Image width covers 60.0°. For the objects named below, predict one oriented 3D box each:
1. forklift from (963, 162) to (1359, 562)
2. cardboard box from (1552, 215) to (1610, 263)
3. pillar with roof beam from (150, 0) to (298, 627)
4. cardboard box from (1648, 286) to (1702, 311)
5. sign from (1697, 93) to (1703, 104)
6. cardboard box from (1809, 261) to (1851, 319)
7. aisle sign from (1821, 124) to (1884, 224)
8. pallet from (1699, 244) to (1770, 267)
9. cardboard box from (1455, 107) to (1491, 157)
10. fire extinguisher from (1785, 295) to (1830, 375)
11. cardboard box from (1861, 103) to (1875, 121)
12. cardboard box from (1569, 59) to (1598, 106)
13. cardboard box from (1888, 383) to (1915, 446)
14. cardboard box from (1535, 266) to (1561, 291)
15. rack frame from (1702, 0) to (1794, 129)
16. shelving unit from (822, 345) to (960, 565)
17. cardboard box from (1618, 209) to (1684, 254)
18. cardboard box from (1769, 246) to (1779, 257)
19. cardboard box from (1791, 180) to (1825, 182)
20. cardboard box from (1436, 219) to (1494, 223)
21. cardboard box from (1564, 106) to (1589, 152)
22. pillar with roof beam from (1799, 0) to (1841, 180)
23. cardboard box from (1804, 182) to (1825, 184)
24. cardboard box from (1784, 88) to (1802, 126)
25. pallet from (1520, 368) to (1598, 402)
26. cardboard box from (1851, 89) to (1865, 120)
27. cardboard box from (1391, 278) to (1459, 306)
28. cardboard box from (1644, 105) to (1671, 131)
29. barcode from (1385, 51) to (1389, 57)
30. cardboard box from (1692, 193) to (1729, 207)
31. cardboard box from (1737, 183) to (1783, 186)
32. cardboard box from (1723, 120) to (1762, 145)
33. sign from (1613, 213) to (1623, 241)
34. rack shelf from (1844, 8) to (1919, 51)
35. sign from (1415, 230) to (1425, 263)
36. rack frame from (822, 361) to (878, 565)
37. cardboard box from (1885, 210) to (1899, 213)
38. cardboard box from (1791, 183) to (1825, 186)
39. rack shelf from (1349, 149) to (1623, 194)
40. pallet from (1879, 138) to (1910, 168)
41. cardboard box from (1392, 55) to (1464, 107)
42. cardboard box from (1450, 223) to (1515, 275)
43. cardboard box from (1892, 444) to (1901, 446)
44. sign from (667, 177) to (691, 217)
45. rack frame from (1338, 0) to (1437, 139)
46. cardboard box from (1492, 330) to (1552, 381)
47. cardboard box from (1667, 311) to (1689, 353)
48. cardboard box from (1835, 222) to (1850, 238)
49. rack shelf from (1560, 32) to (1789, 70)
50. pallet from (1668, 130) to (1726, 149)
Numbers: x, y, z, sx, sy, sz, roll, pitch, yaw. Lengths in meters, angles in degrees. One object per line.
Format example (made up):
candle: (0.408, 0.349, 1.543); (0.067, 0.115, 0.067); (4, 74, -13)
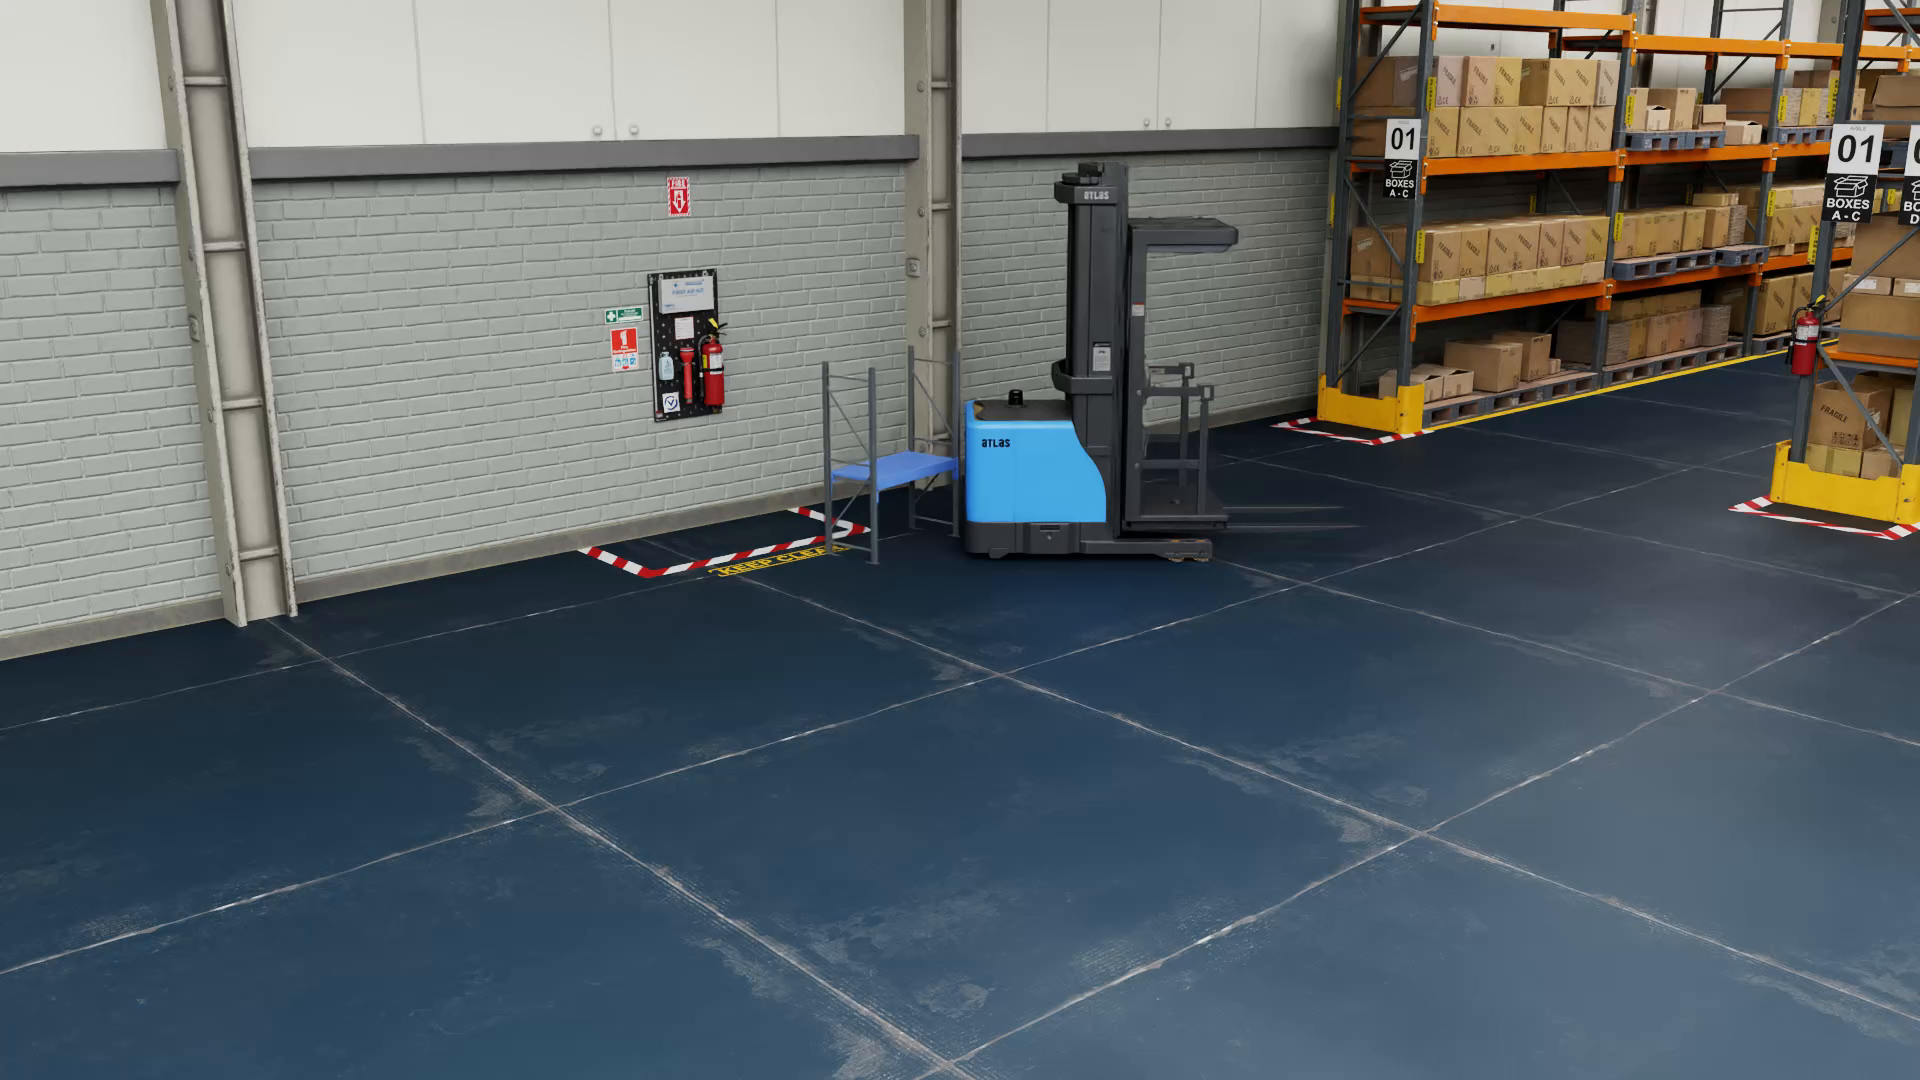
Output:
forklift: (1.546, -1.386, 12.758); (3.031, 2.935, 1.130); (0, 15, -1)
cardboard box: (7.199, -3.515, 19.397); (0.500, 0.500, 0.500); (-13, 20, -39)
pillar with roof beam: (-1.931, -2.993, 7.018); (0.400, 9.000, 9.100); (-13, 19, -39)
cardboard box: (9.390, -3.185, 21.898); (0.500, 0.250, 0.500); (-12, 19, -38)
sign: (10.012, -5.881, 22.485); (0.005, 0.325, 0.100); (-13, 19, -39)
cardboard box: (12.983, -3.740, 24.792); (0.750, 0.750, 0.750); (-12, 19, -39)
aisle sign: (7.347, -3.017, 13.694); (0.004, 0.787, 0.394); (-13, 19, -39)
pallet: (9.903, -3.800, 22.034); (1.003, 0.211, 1.213); (-13, 19, -39)
cardboard box: (5.180, -4.278, 17.407); (0.500, 0.500, 0.500); (-11, 19, -36)
fire extinguisher: (7.196, -1.748, 14.131); (0.183, 0.674, 0.296); (-13, 19, -39)
cardboard box: (13.750, -6.501, 25.246); (0.500, 0.250, 0.500); (-12, 19, -39)
cardboard box: (6.744, -5.113, 18.598); (0.500, 0.500, 0.500); (-11, 19, -36)
cardboard box: (8.516, -1.084, 14.558); (0.500, 0.500, 0.500); (-13, 19, -39)
cardboard box: (6.444, -2.983, 18.858); (0.500, 0.250, 0.500); (-13, 20, -40)
rack frame: (10.370, -6.932, 21.765); (0.127, 3.000, 1.000); (-13, 19, -39)
shelving unit: (-0.518, -0.680, 12.890); (0.538, 1.500, 1.048); (11, 19, 36)
cardboard box: (8.662, -3.908, 21.020); (0.500, 0.500, 0.700); (-10, 18, -32)
cardboard box: (10.966, -3.974, 22.763); (0.250, 0.149, 0.380); (-12, 19, -39)
cardboard box: (12.479, -5.158, 24.487); (0.500, 0.250, 0.500); (-12, 19, -39)
cardboard box: (5.704, -3.356, 18.802); (0.500, 0.500, 0.500); (-12, 19, -39)
cardboard box: (6.744, -4.647, 18.788); (0.500, 0.500, 0.500); (14, 20, 42)
pillar with roof beam: (16.174, -7.059, 22.239); (0.400, 9.000, 9.100); (-13, 19, -39)
cardboard box: (12.426, -4.975, 23.802); (0.500, 0.250, 0.500); (-12, 19, -38)
cardboard box: (11.064, -5.937, 22.806); (0.500, 0.500, 0.700); (-14, 20, -42)
pallet: (6.869, -1.888, 19.911); (1.213, 0.211, 1.003); (-13, 19, -39)
cardboard box: (12.652, -6.294, 24.141); (0.500, 0.500, 0.700); (-14, 20, -42)
cardboard box: (4.912, -2.637, 17.560); (0.500, 0.250, 0.500); (-13, 20, -41)
cardboard box: (8.282, -5.147, 20.252); (0.500, 0.311, 0.500); (-12, 19, -38)
barcode: (4.543, -5.167, 17.674); (0.075, 0.075, 0.001); (-13, 19, -39)
cardboard box: (9.897, -4.486, 21.930); (0.380, 0.149, 0.250); (12, 19, 38)
cardboard box: (11.324, -4.898, 23.514); (0.500, 0.250, 0.500); (-13, 20, -41)
cardboard box: (10.004, -5.275, 21.508); (0.500, 0.311, 0.500); (-13, 19, -39)
sign: (7.715, -3.670, 19.500); (0.005, 0.325, 0.100); (-13, 19, -39)
rack shelf: (9.099, -4.411, 14.496); (4.000, 0.370, 1.077); (-13, 19, -39)
sign: (4.691, -2.991, 16.959); (0.005, 0.325, 0.100); (-13, 19, -39)
rack frame: (-0.827, -0.576, 12.499); (0.500, 1.500, 0.032); (11, 19, 36)
cardboard box: (8.383, -2.566, 14.335); (0.500, 0.500, 0.700); (-13, 20, -41)
cardboard box: (12.042, -4.889, 23.478); (0.500, 0.250, 0.500); (-13, 20, -40)
rack shelf: (5.844, -4.119, 18.440); (4.000, 0.370, 1.077); (-13, 19, -39)
pallet: (8.140, -3.236, 13.911); (1.213, 0.211, 1.003); (-13, 19, -39)
cardboard box: (4.785, -4.687, 17.001); (0.500, 0.500, 0.500); (14, 21, 43)
cardboard box: (5.666, -3.169, 18.099); (0.500, 0.500, 0.500); (-13, 20, -41)
cardboard box: (8.515, -0.722, 14.656); (0.500, 0.250, 0.500); (-13, 19, -39)
sign: (-2.192, -2.676, 12.964); (0.199, 0.298, 0.001); (-13, 19, -39)
rack frame: (4.335, -5.577, 16.691); (0.127, 3.000, 1.000); (-13, 19, -39)
cardboard box: (6.596, -2.178, 19.581); (0.500, 0.500, 0.500); (14, 21, 43)
cardboard box: (9.040, -2.752, 21.733); (0.500, 0.500, 0.700); (-13, 20, -40)
cardboard box: (12.442, -4.614, 23.903); (0.500, 0.500, 0.500); (-13, 19, -39)
rack shelf: (8.861, -6.053, 20.641); (4.000, 0.370, 1.077); (-13, 19, -39)
pallet: (8.669, -4.975, 20.613); (1.003, 0.211, 1.213); (-13, 19, -39)
